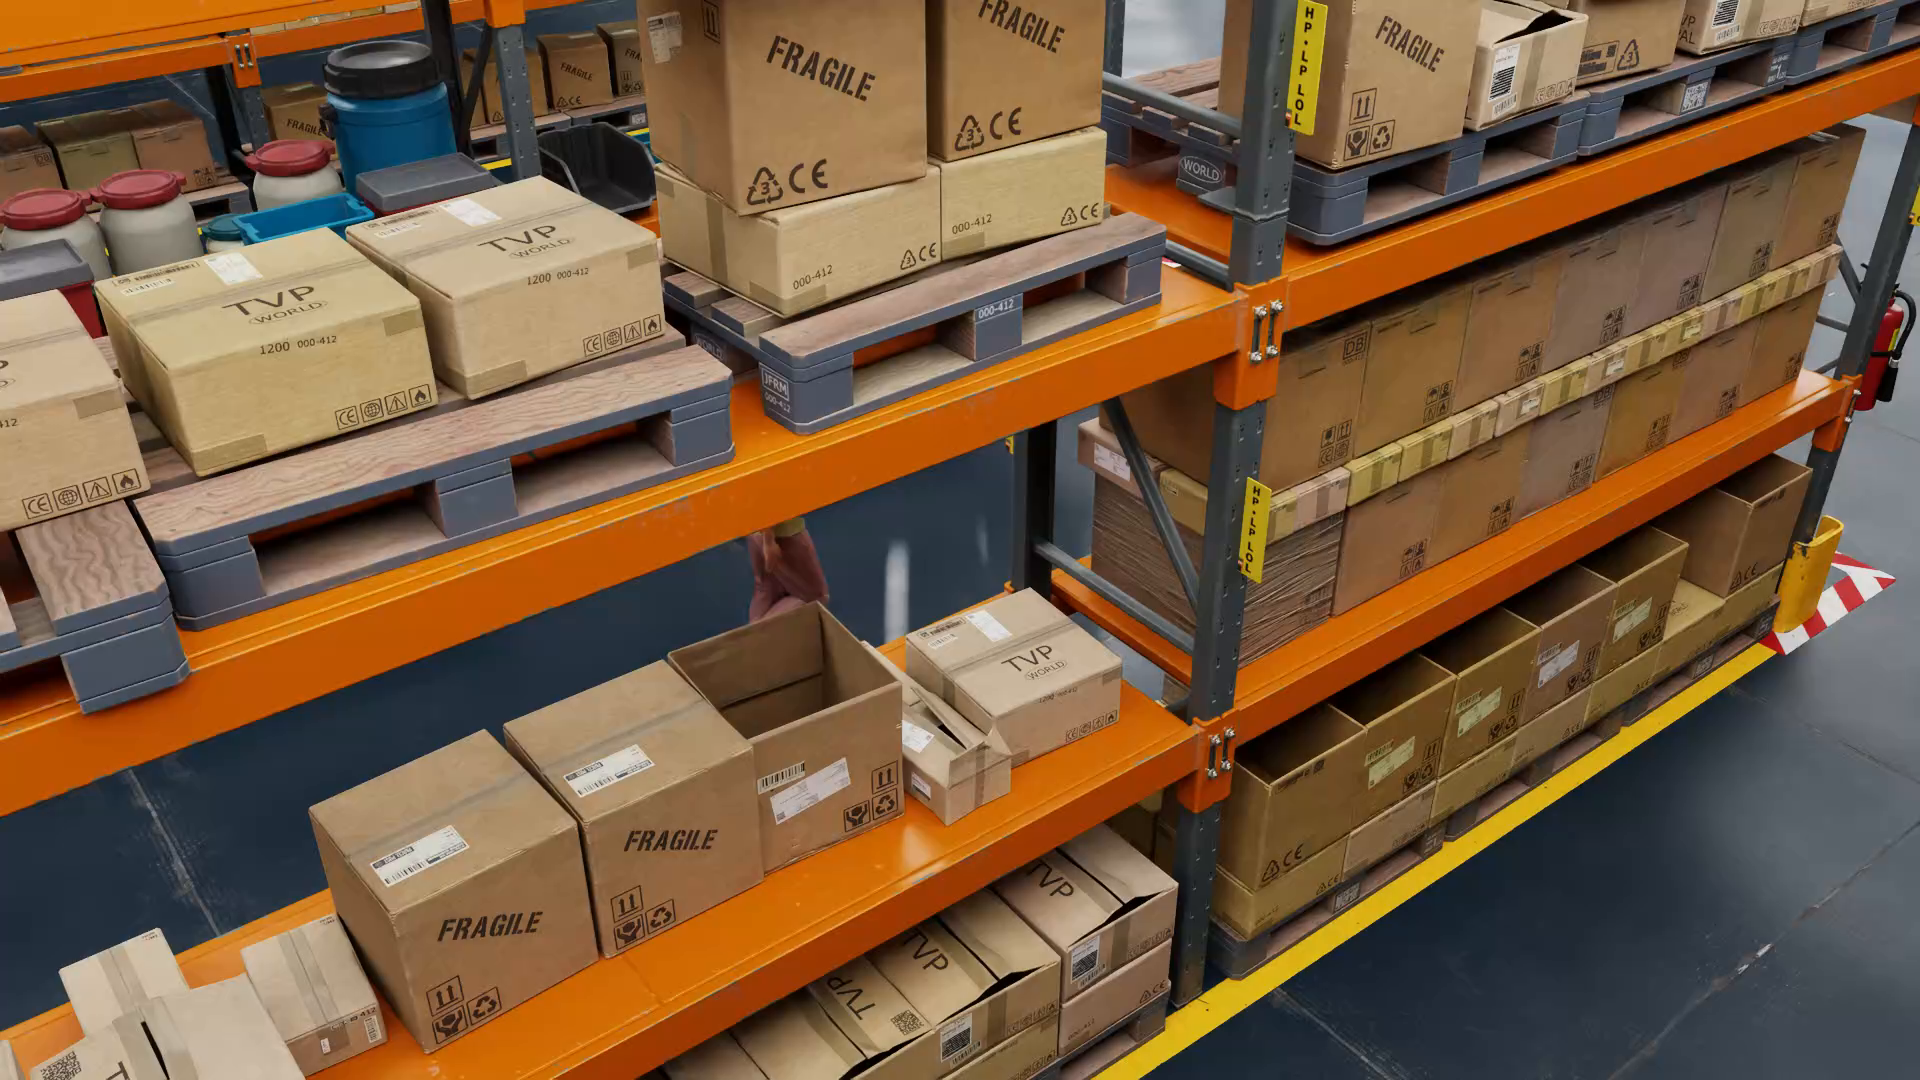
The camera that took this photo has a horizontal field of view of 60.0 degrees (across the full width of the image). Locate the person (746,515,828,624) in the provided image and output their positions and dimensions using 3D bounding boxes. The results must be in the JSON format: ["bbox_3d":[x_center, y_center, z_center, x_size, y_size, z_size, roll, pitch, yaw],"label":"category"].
[{"bbox_3d":[-0.857,-0.055,7.214,0.479,1.661,0.513,-12,34,-18],"label":"person"}]
